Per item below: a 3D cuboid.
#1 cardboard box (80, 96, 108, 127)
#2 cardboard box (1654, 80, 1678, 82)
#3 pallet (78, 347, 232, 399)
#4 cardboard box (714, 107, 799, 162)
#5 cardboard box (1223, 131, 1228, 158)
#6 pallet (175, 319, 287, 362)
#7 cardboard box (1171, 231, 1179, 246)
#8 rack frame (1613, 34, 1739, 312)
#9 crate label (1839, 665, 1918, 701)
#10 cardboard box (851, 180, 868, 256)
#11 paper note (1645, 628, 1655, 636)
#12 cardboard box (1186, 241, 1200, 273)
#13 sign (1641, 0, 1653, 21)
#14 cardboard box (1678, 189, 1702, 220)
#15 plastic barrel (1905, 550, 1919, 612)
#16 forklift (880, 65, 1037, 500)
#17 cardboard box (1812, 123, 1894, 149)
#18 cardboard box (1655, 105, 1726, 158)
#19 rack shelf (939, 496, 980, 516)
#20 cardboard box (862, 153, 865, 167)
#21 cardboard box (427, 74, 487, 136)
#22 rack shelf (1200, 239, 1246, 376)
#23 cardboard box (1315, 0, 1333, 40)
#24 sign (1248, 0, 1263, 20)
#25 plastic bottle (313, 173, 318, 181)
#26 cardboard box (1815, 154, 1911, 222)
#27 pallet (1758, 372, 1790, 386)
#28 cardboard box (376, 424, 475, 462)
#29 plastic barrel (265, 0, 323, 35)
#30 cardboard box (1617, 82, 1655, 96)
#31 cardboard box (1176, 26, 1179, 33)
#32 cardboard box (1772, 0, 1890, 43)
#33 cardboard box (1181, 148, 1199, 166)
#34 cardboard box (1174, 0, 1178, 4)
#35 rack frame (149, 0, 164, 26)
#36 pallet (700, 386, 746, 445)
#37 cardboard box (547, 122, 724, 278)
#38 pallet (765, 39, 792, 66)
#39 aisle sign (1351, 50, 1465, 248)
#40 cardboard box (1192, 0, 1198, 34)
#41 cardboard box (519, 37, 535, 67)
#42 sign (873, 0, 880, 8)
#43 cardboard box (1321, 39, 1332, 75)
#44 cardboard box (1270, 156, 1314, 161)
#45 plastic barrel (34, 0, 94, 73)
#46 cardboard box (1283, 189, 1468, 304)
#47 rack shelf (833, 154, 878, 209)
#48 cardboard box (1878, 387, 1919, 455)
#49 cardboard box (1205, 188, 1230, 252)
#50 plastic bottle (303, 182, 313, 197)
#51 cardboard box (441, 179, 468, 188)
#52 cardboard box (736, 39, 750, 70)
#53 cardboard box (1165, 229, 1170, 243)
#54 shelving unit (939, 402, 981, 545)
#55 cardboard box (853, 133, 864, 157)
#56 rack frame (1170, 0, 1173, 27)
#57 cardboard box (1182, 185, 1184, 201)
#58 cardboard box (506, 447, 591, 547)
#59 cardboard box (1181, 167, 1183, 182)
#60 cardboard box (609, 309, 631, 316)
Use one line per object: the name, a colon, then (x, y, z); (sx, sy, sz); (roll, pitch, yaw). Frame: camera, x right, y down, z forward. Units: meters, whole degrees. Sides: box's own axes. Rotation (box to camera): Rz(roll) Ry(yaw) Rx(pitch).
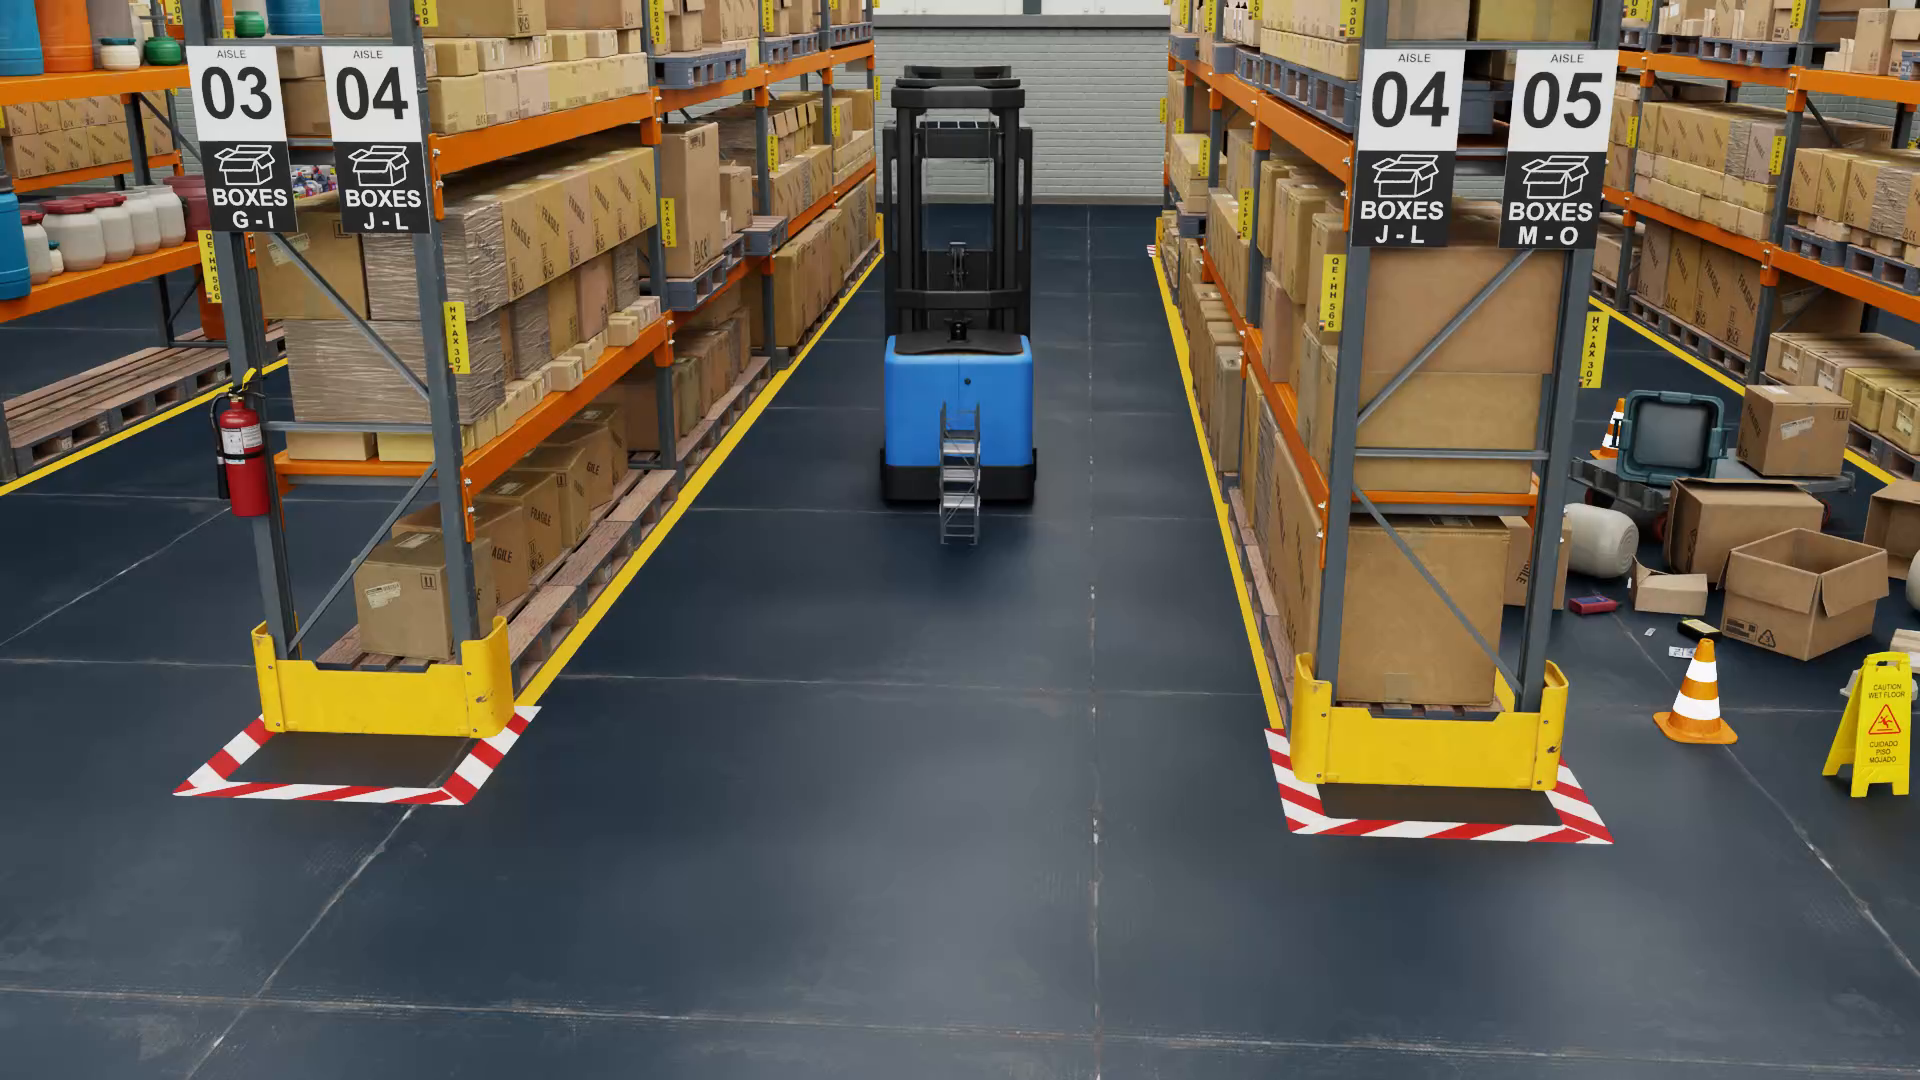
cardboard box: (-11.409, -5.604, 21.443); (0.500, 0.500, 0.500); (2, 18, 6)
cardboard box: (8.255, -5.339, 19.591); (0.380, 0.149, 0.250); (1, 18, 4)
pallet: (-7.274, -1.542, 15.291); (1.003, 0.211, 1.213); (1, 18, 4)
cardboard box: (-2.080, -4.158, 17.025); (0.797, 0.503, 0.637); (2, 18, 6)
cardboard box: (3.274, -4.434, 18.999); (0.500, 0.500, 0.500); (1, 18, 3)
pallet: (-7.165, -2.028, 16.773); (1.003, 0.211, 1.213); (1, 18, 4)
cardboard box: (2.766, -3.663, 20.235); (0.380, 0.149, 0.250); (0, 18, 1)
rack frame: (7.932, -4.018, 18.367); (1.000, 3.000, 0.127); (1, 18, 4)
crate label: (4.679, 0.742, 8.437); (0.250, 0.136, 0.298); (-9, 20, -25)
cardboard box: (-1.697, -4.188, 21.625); (0.875, 0.875, 0.875); (1, 18, 4)
paper note: (3.875, 0.515, 9.335); (0.032, 0.001, 0.123); (12, 22, 32)
cardboard box: (2.594, -2.918, 17.145); (0.500, 0.250, 0.500); (2, 18, 6)
sign: (7.378, -5.738, 17.844); (0.100, 0.325, 0.005); (1, 18, 4)
cardboard box: (7.504, -3.341, 16.543); (0.500, 0.250, 0.500); (1, 18, 3)
plastic barrel: (5.710, 0.258, 9.455); (0.512, 0.421, 0.421); (17, 25, 41)
forklift: (-0.021, -2.077, 12.553); (1.130, 2.935, 3.031); (0, 18, -1)
cardboard box: (7.924, -3.446, 14.856); (0.500, 0.500, 0.500); (1, 18, 2)
cardboard box: (7.605, -4.252, 17.314); (0.500, 0.500, 0.500); (1, 18, 4)
rack shelf: (0.001, -0.227, 10.857); (0.258, 0.077, 0.200); (1, 18, 4)
cardboard box: (-1.435, -4.927, 21.545); (0.380, 0.149, 0.250); (1, 18, 3)
cardboard box: (-2.521, -2.010, 7.664); (0.500, 0.250, 0.500); (2, 18, 6)
rack shelf: (2.557, -1.892, 13.034); (1.077, 0.370, 4.000); (1, 18, 4)
cardboard box: (1.920, -2.426, 7.621); (0.500, 0.250, 0.500); (1, 18, 4)
sign: (1.872, -3.442, 10.457); (0.100, 0.325, 0.005); (1, 18, 4)
plastic bottle: (-7.207, -4.009, 18.660); (0.097, 0.201, 0.097); (0, 18, 0)
cardboard box: (7.352, -2.867, 13.543); (0.500, 0.500, 0.500); (2, 18, 7)
pallet: (7.588, -1.208, 14.270); (1.003, 0.211, 1.213); (1, 18, 4)
cardboard box: (-2.555, -0.476, 7.961); (0.380, 0.149, 0.250); (1, 18, 4)
plastic barrel: (-6.863, -5.679, 17.141); (0.600, 0.901, 0.708); (1, 18, 4)
cardboard box: (7.791, -5.187, 19.128); (0.380, 0.149, 0.250); (1, 18, 3)
cardboard box: (2.873, -6.076, 20.072); (0.500, 0.250, 0.500); (1, 18, 4)
cardboard box: (7.522, -4.570, 14.395); (0.797, 0.503, 0.637); (0, 18, 1)
cardboard box: (2.373, -3.781, 16.420); (0.380, 0.149, 0.250); (2, 18, 7)
cardboard box: (2.877, -6.788, 20.802); (0.380, 0.149, 0.250); (2, 18, 5)
rack frame: (-11.547, -8.554, 22.578); (1.000, 3.000, 0.127); (1, 18, 4)
pallet: (-2.387, -1.051, 13.791); (1.003, 0.211, 1.213); (1, 18, 4)
cardboard box: (-2.330, -2.483, 12.044); (1.000, 1.000, 1.000); (1, 18, 4)
pallet: (-2.246, -4.533, 15.427); (1.213, 0.211, 1.003); (2, 18, 6)
aisle sign: (1.823, -1.590, 6.783); (0.394, 0.787, 0.004); (1, 18, 4)
cardboard box: (2.850, -5.654, 17.709); (0.700, 0.500, 0.500); (1, 18, 4)
cardboard box: (-2.435, -2.539, 8.638); (0.380, 0.149, 0.250); (0, 18, 1)
sign: (-1.126, -7.273, 22.191); (0.100, 0.325, 0.005); (1, 18, 4)
cardboard box: (1.849, -2.192, 7.546); (0.380, 0.149, 0.250); (2, 18, 5)
cardboard box: (2.478, -2.449, 11.813); (0.700, 0.500, 0.500); (1, 18, 3)
plastic barrel: (-7.502, -4.283, 13.671); (0.600, 0.830, 0.708); (1, 18, 4)
cardboard box: (2.224, -1.580, 8.953); (0.875, 0.550, 0.500); (1, 18, 4)
rack shelf: (-1.809, -4.518, 21.050); (1.077, 0.370, 4.000); (1, 18, 4)
cardboard box: (7.442, -0.870, 12.307); (0.950, 0.372, 0.625); (2, 18, 7)
cardboard box: (2.399, -2.769, 14.395); (0.500, 0.500, 0.500); (1, 18, 5)
plastic bottle: (-6.698, -3.537, 17.087); (0.061, 0.283, 0.133); (1, 18, 4)
cardboard box: (-2.952, -1.663, 8.937); (0.500, 0.500, 0.500); (1, 18, 4)
cardboard box: (-2.051, -4.043, 13.869); (0.500, 0.250, 0.500); (1, 18, 4)
cardboard box: (2.849, -3.929, 21.524); (0.380, 0.149, 0.250); (2, 18, 6)
shelving unit: (0.001, -0.430, 10.791); (0.258, 0.900, 0.210); (1, 18, 4)
cardboard box: (-1.509, -5.079, 21.370); (0.500, 0.250, 0.500); (1, 18, 2)
rack frame: (3.274, -8.190, 21.466); (1.000, 3.000, 0.127); (1, 18, 4)
cardboard box: (2.337, -3.332, 16.005); (0.380, 0.149, 0.250); (1, 18, 3)
cardboard box: (-2.594, -0.270, 10.270); (0.500, 0.500, 0.500); (0, 18, -1)
cardboard box: (2.354, -3.559, 16.220); (0.380, 0.149, 0.250); (1, 18, 4)
cardboard box: (-2.354, -1.408, 10.806); (0.380, 0.149, 0.250); (1, 18, 4)
